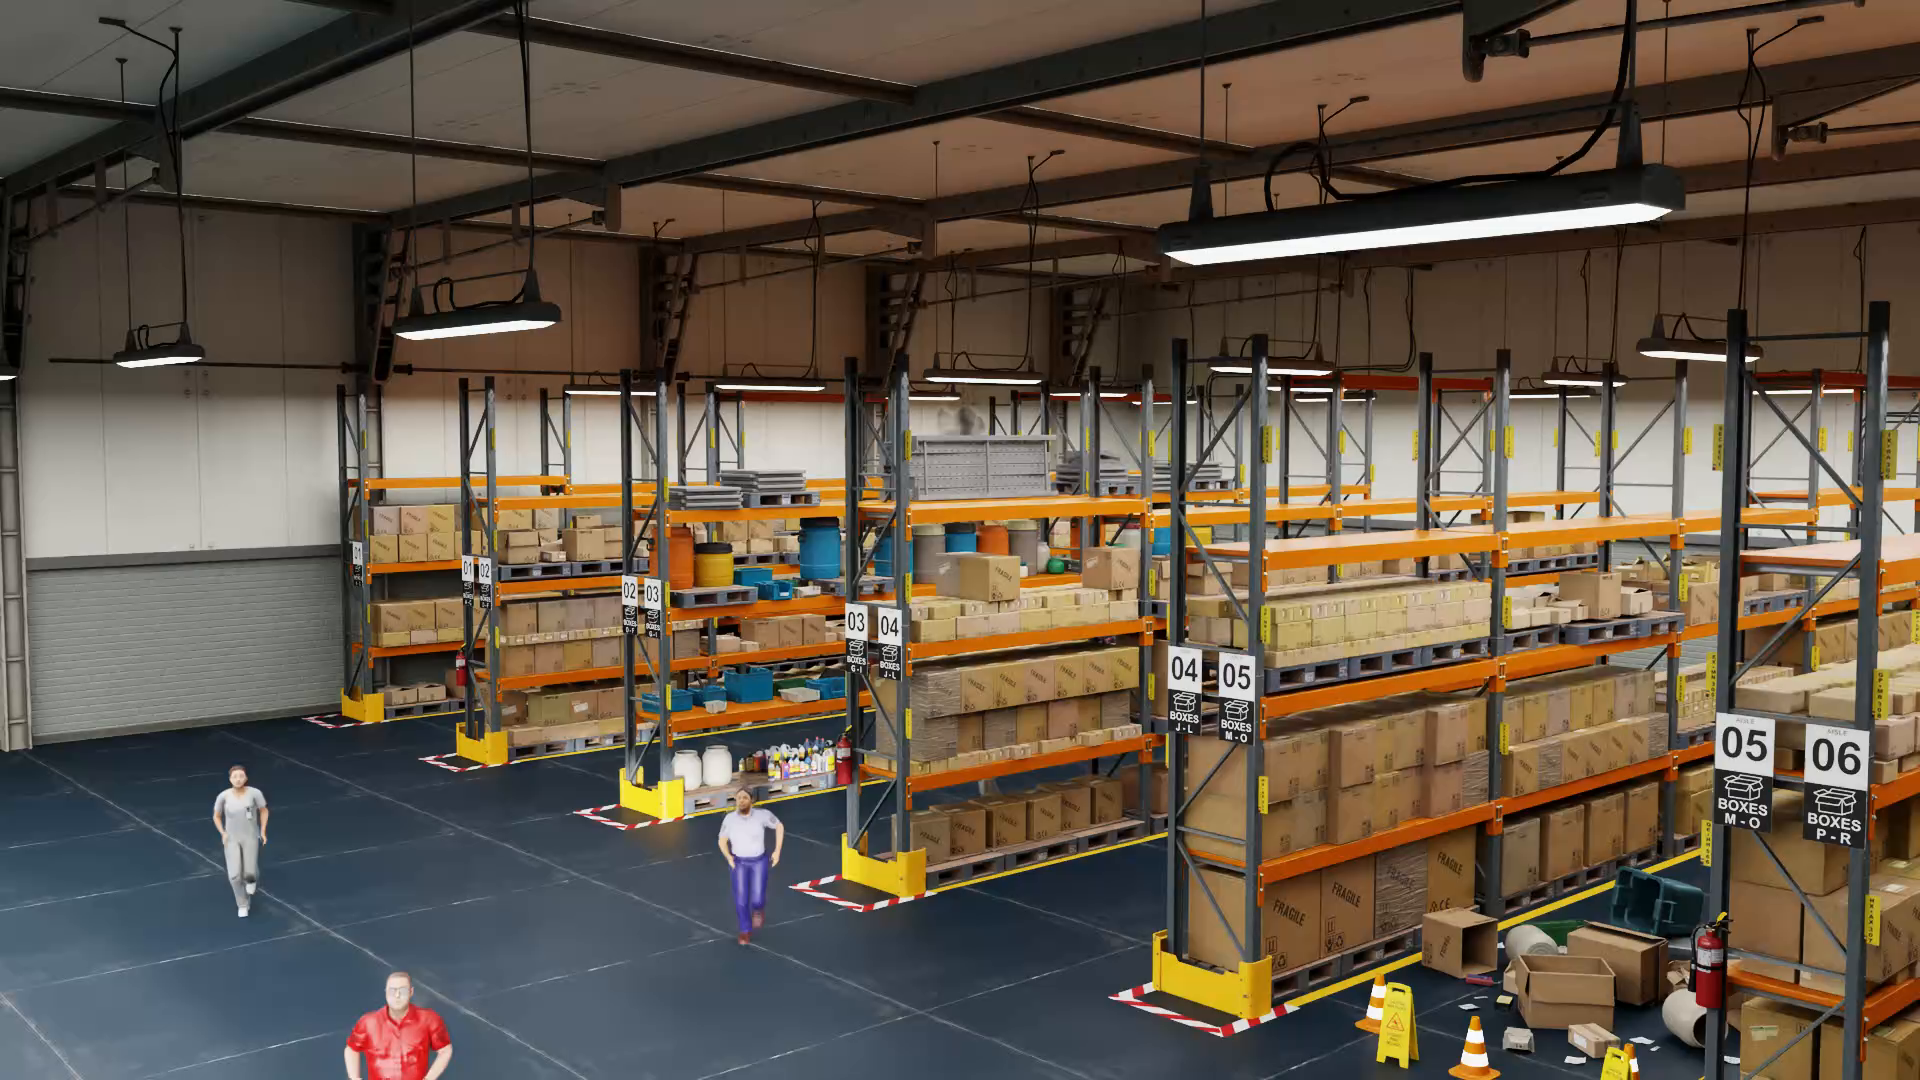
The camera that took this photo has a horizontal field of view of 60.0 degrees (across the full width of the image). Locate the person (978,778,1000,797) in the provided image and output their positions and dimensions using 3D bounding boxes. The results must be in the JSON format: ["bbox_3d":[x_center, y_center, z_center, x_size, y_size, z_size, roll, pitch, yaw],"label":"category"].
[{"bbox_3d":[0.368,2.841,21.837,0.681,1.837,0.806,3,5,41],"label":"person"}]

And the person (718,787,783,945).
[{"bbox_3d":[-2.112,3.283,16.675,0.635,1.598,0.600,0,4,3],"label":"person"}]

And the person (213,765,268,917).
[{"bbox_3d":[-7.695,3.196,17.807,0.545,1.619,0.560,-1,4,-21],"label":"person"}]

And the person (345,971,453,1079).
[{"bbox_3d":[-3.617,3.628,10.732,0.672,1.688,0.598,-1,4,-16],"label":"person"}]
